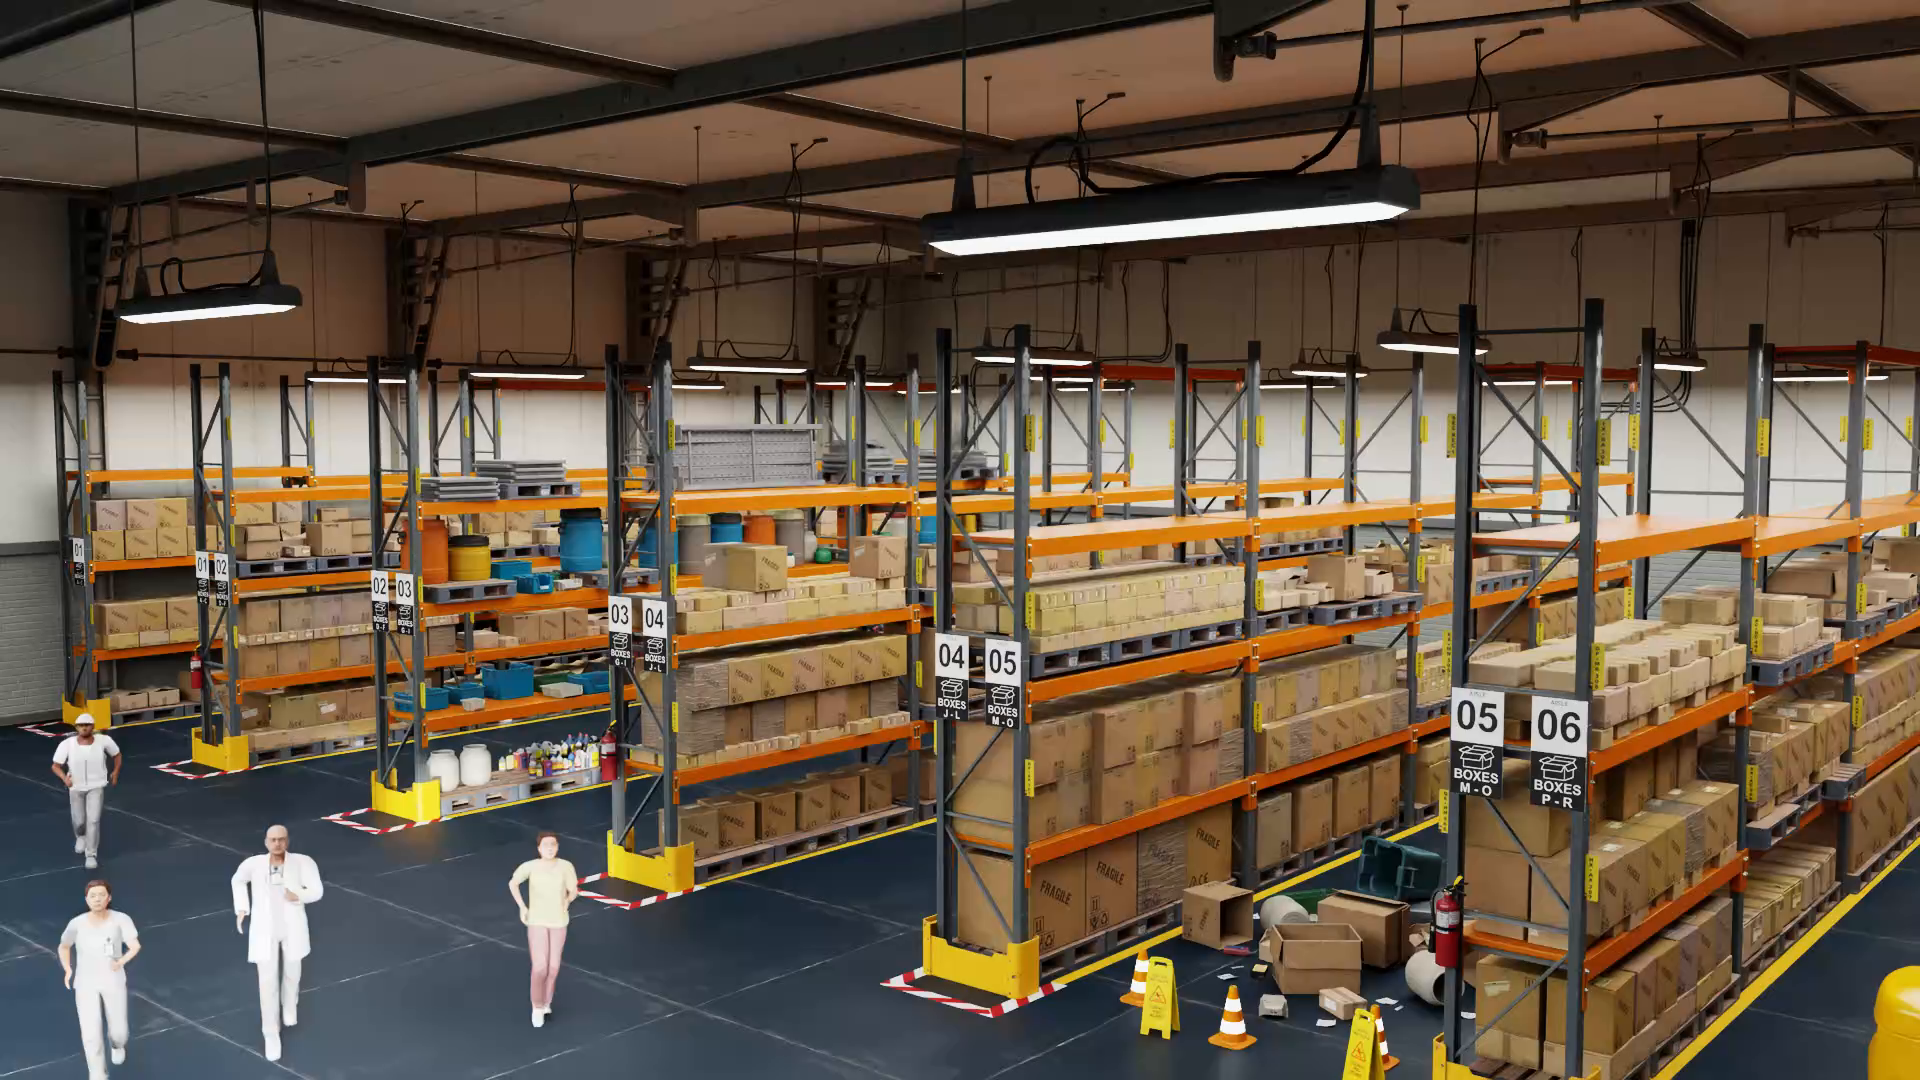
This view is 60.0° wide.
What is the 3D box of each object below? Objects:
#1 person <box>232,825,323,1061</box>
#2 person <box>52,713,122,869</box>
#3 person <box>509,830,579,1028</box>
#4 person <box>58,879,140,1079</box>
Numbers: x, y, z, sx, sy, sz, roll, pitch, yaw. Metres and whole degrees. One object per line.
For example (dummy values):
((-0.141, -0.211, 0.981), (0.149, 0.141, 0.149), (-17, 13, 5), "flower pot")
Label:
((-5.644, 3.259, 13.788), (0.687, 1.808, 0.980), (-2, 5, -25), "person")
((-10.185, 2.892, 19.425), (0.726, 1.764, 0.799), (-2, 5, -25), "person")
((-3.529, 3.310, 14.218), (0.554, 1.673, 0.667), (-2, 5, -25), "person")
((-6.622, 3.421, 12.804), (0.575, 1.635, 0.802), (-2, 5, -24), "person")
